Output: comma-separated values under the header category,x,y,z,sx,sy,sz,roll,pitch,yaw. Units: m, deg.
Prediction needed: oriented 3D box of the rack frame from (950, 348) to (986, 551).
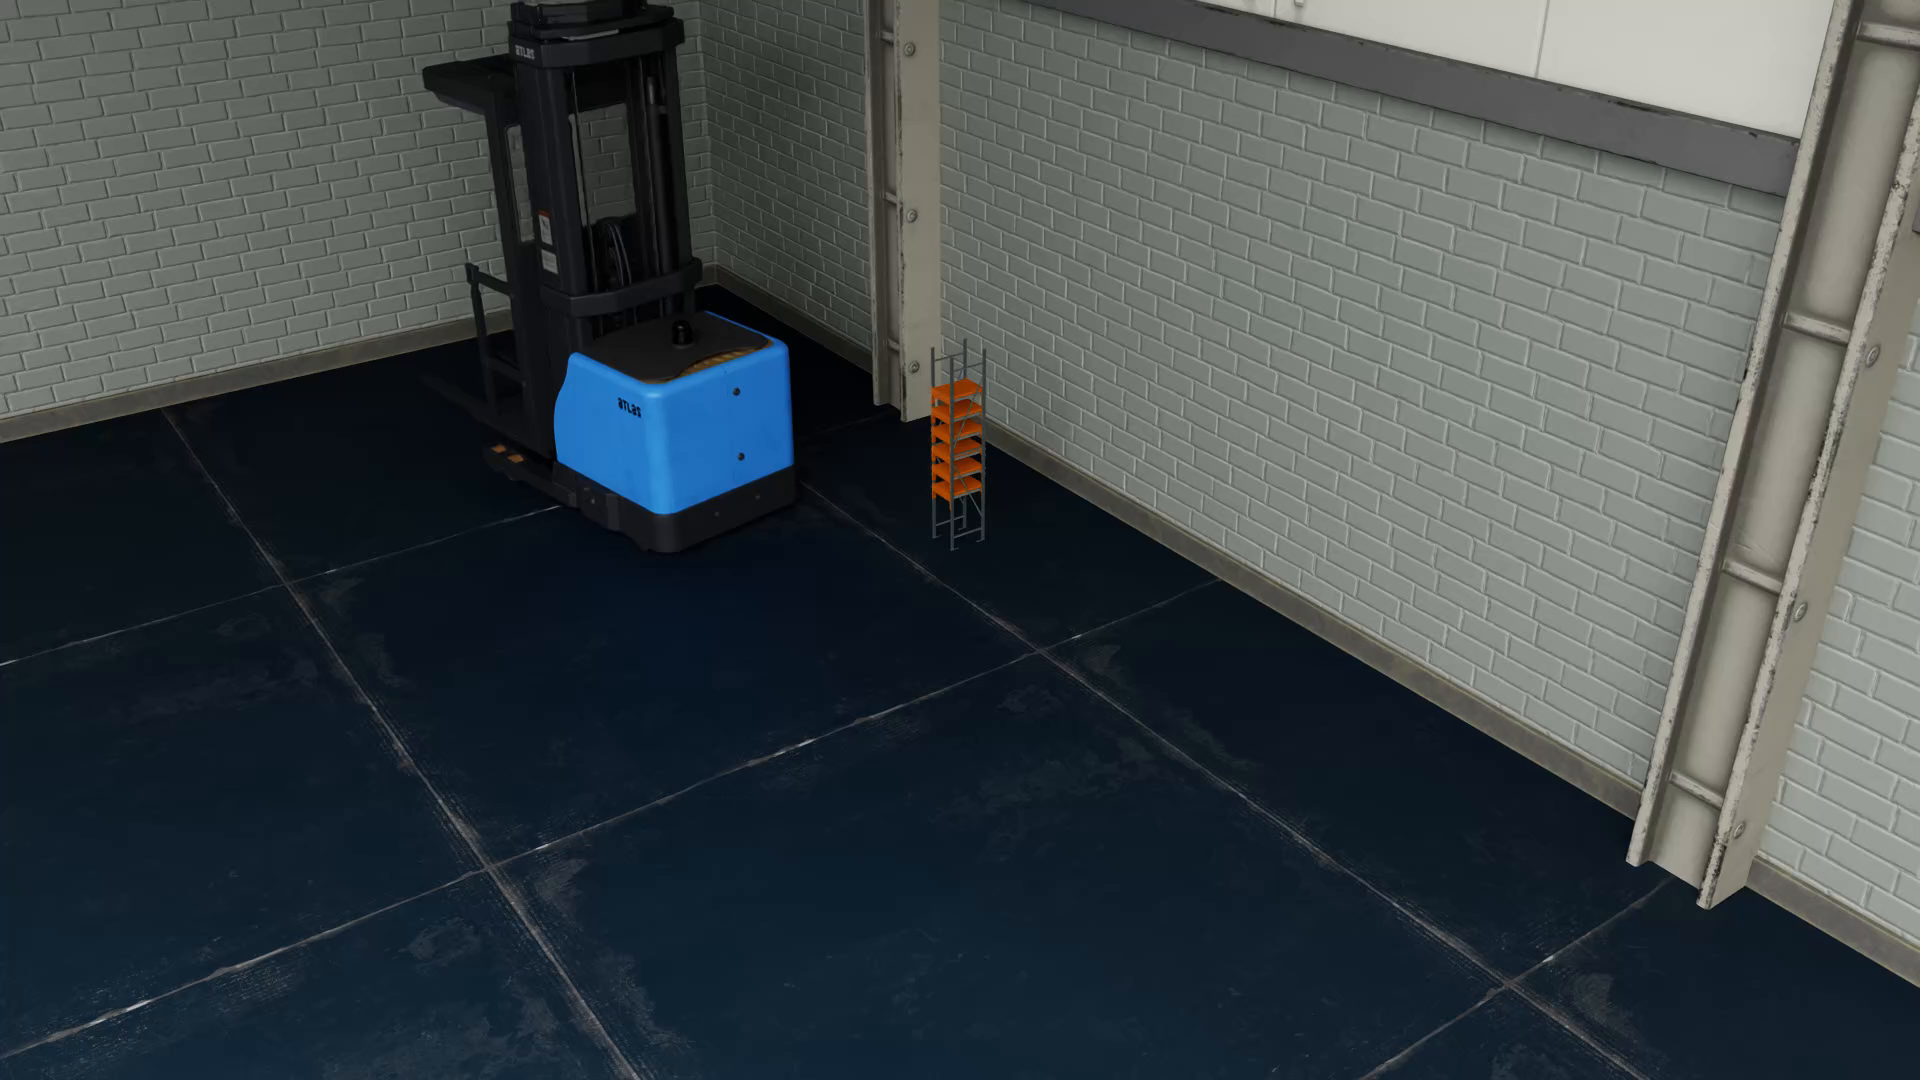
category,x,y,z,sx,sy,sz,roll,pitch,yaw
rack frame,0.045,-0.497,9.409,0.240,1.200,0.006,-19,34,-31

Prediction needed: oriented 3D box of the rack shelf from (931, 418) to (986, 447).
category,x,y,z,sx,sy,sz,roll,pitch,yaw
rack shelf,-0.008,-0.599,9.438,0.258,0.103,0.180,-19,34,-31

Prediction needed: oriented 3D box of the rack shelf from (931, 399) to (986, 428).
category,x,y,z,sx,sy,sz,roll,pitch,yaw
rack shelf,-0.008,-0.705,9.381,0.258,0.103,0.180,-19,34,-31

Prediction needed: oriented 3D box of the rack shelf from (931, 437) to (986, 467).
category,x,y,z,sx,sy,sz,roll,pitch,yaw
rack shelf,-0.008,-0.494,9.495,0.258,0.103,0.180,-19,34,-31

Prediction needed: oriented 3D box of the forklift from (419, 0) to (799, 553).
category,x,y,z,sx,sy,sz,roll,pitch,yaw
forklift,-2.377,-1.814,10.018,3.031,2.935,1.130,25,37,38

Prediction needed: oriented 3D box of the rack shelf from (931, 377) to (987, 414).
category,x,y,z,sx,sy,sz,roll,pitch,yaw
rack shelf,-0.008,-0.810,9.323,0.258,0.103,0.180,-19,34,-31

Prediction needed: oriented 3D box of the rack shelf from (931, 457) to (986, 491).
category,x,y,z,sx,sy,sz,roll,pitch,yaw
rack shelf,-0.008,-0.388,9.552,0.258,0.103,0.180,-19,34,-31

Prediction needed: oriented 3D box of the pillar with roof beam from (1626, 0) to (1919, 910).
category,x,y,z,sx,sy,sz,roll,pitch,yaw
pillar with roof beam,-0.389,-1.342,2.793,9.100,9.000,0.400,-19,34,-31

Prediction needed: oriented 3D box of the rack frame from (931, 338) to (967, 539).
category,x,y,z,sx,sy,sz,roll,pitch,yaw
rack frame,-0.061,-0.568,9.540,0.240,1.200,0.006,-19,34,-31

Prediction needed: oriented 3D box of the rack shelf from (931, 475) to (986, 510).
category,x,y,z,sx,sy,sz,roll,pitch,yaw
rack shelf,-0.008,-0.283,9.610,0.258,0.103,0.180,-19,34,-31

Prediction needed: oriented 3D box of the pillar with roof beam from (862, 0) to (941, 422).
category,x,y,z,sx,sy,sz,roll,pitch,yaw
pillar with roof beam,-3.869,-3.675,7.088,9.100,9.000,0.400,-19,34,-31

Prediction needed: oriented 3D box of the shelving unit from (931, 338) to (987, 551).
category,x,y,z,sx,sy,sz,roll,pitch,yaw
shelving unit,-0.008,-0.533,9.474,0.258,1.200,0.189,-19,34,-31
